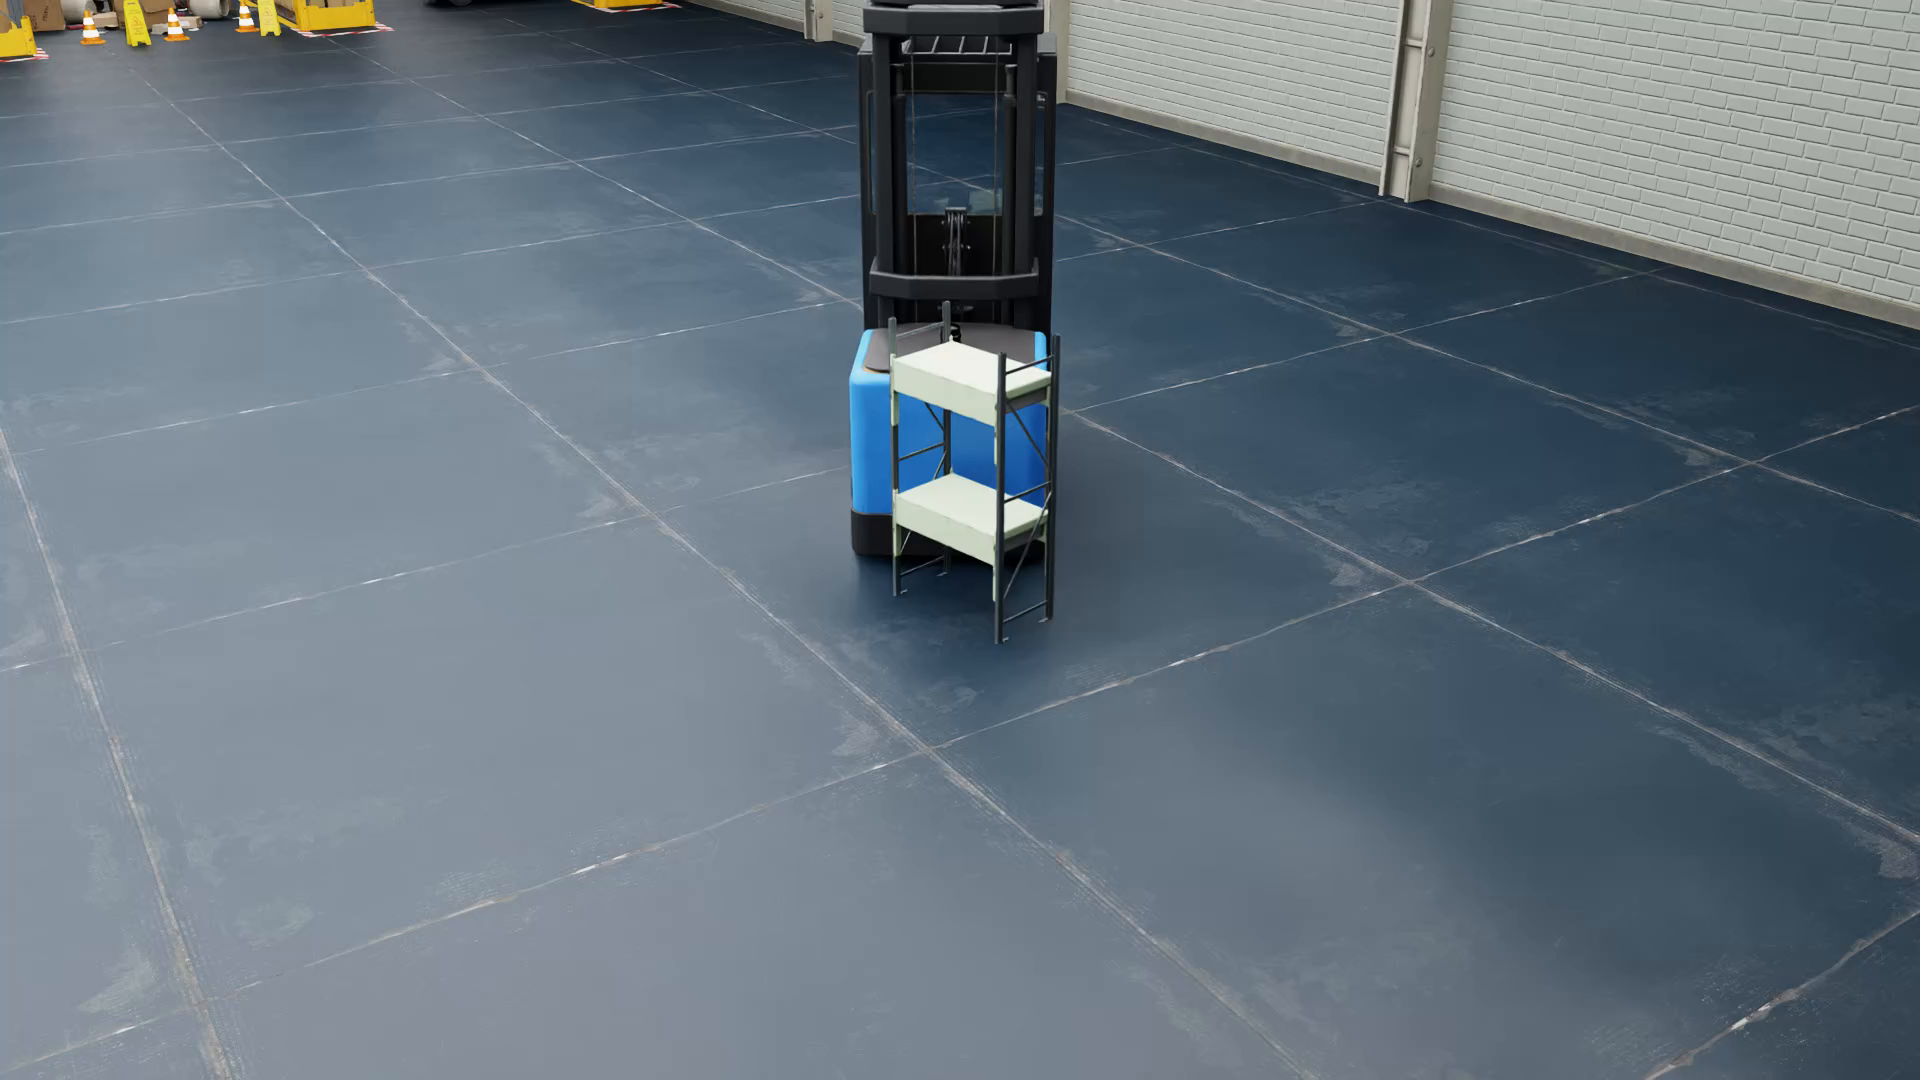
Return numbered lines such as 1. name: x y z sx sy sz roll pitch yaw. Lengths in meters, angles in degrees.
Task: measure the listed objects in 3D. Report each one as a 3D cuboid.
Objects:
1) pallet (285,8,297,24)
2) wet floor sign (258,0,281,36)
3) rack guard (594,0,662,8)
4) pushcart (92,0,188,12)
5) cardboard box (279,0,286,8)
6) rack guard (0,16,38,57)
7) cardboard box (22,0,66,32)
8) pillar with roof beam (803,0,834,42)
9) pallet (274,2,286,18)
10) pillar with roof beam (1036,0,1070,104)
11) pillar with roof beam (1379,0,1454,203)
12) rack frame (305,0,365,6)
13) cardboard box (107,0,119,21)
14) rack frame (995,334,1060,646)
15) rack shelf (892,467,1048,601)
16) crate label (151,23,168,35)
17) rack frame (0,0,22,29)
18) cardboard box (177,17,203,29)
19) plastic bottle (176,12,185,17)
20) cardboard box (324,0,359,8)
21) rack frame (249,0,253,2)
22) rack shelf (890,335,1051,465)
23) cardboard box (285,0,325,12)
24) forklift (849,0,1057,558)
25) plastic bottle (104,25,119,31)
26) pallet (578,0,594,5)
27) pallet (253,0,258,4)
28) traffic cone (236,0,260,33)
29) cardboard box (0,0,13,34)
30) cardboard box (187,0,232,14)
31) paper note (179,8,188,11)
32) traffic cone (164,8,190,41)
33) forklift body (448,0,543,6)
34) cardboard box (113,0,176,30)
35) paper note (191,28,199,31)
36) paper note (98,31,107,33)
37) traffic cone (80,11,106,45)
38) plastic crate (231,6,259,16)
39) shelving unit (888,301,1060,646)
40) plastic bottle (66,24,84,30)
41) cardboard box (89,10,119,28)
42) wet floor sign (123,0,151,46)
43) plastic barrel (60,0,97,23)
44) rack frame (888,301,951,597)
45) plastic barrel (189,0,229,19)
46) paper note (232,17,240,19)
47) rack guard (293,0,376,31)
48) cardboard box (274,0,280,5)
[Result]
1. pallet: -10.422 -8.640 27.304 1.003 0.211 1.213 -16 29 -30
2. wet floor sign: -10.759 -8.193 25.849 0.267 0.644 0.232 -6 26 -12
3. rack guard: -5.797 -9.594 28.987 1.175 0.500 0.348 -16 29 -30
4. pushcart: -14.033 -9.270 28.445 0.936 0.377 1.648 18 31 33
5. cardboard box: -10.910 -8.935 27.391 0.500 0.250 0.500 -15 29 -29
6. rack guard: -14.046 -7.246 24.013 1.175 0.500 0.348 -16 29 -30
7. cardboard box: -14.535 -8.370 26.392 0.500 0.500 0.500 -10 27 -21
8. pillar with roof beam: -5.766 -10.755 21.492 9.100 9.000 0.400 -16 29 -30
9. pallet: -11.084 -9.075 28.227 1.003 0.211 1.213 -16 29 -30
10. pillar with roof beam: -2.491 -8.609 16.946 9.100 9.000 0.400 -16 29 -30
11. pillar with roof beam: 0.784 -6.463 12.400 9.100 9.000 0.400 -16 29 -30
12. rack frame: -9.967 -9.575 26.018 1.000 3.000 0.127 -16 29 -30
13. cardboard box: -13.564 -8.878 27.308 0.797 0.637 0.503 -16 29 -30
14. rack frame: 0.320 -0.223 7.966 0.400 1.500 0.023 -23 34 -40
15. rack shelf: 0.062 -0.039 8.340 0.431 0.370 0.720 -23 34 -40
16. crate label: -12.508 -8.020 26.078 0.298 0.136 0.250 12 28 24
17. rack frame: -14.059 -8.385 23.498 1.000 3.000 0.127 -16 29 -30
18. cardboard box: -12.374 -8.283 26.622 0.380 0.149 0.250 -1 25 -3
19. plastic bottle: -13.017 -8.778 27.773 0.133 0.061 0.283 -10 27 -21
20. cardboard box: -10.175 -8.874 27.263 0.500 0.250 0.500 -16 30 -30
21. rack frame: -12.150 -11.005 29.049 1.000 3.000 0.127 -16 29 -30
22. rack shelf: 0.062 -0.687 8.034 0.431 0.370 0.720 -23 34 -40
23. cardboard box: -10.646 -8.756 27.013 0.500 0.250 0.500 -16 29 -30
24. forklift: -0.004 -1.819 9.670 1.130 2.935 3.031 1 25 2
25. plastic bottle: -13.500 -8.146 26.434 0.283 0.061 0.133 18 31 33
26. pallet: -6.262 -9.735 29.625 1.003 0.211 1.213 -16 29 -30
27. pallet: -11.754 -9.512 29.153 1.003 0.211 1.213 -16 29 -30
28. traffic cone: -11.282 -8.281 26.249 0.336 0.463 0.334 -16 29 -30
29. cardboard box: -14.484 -7.841 24.343 0.875 0.875 0.875 -15 29 -29
30. cardboard box: -12.705 -9.176 28.098 0.500 0.500 0.500 3 25 6
31. paper note: -13.290 -9.075 28.439 0.148 0.019 0.142 -16 29 -30
32. traffic cone: -12.027 -7.900 25.443 0.336 0.463 0.334 -16 29 -30
33. forklift body: -8.374 -10.602 29.189 2.313 2.155 1.214 -16 29 -30
34. cardboard box: -13.047 -8.484 26.632 0.637 0.503 0.797 7 26 15
35. paper note: -12.150 -8.106 26.386 0.142 0.019 0.148 18 31 33
36. paper note: -13.470 -7.983 26.127 0.144 0.017 0.142 -6 26 -12
37. traffic cone: -13.159 -7.759 25.143 0.336 0.463 0.334 -16 29 -30
38. plastic crate: -11.980 -8.932 28.078 0.583 0.080 0.402 18 31 33
39. shelving unit: 0.062 -0.334 8.201 0.431 1.500 0.755 -23 34 -40
40. plastic bottle: -14.067 -8.174 26.494 0.133 0.061 0.283 18 31 33
41. cardboard box: -13.761 -8.394 26.719 0.396 0.266 0.258 -10 27 -21
42. wet floor sign: -12.384 -7.771 24.956 0.267 0.644 0.232 -22 33 -38
43. plastic barrel: -14.338 -8.602 26.976 0.512 0.421 0.421 3 25 6
44. rack frame: -0.196 -0.445 8.435 0.400 1.500 0.023 -23 34 -40
45. plastic barrel: -12.363 -8.795 27.386 0.512 0.421 0.421 3 25 6
46. paper note: -11.960 -8.651 27.539 0.148 0.019 0.142 18 31 33
47. rack guard: -10.008 -8.471 26.609 1.175 0.500 0.348 -16 29 -30
48. cardboard box: -11.200 -9.120 27.785 0.500 0.250 0.500 -17 30 -31
